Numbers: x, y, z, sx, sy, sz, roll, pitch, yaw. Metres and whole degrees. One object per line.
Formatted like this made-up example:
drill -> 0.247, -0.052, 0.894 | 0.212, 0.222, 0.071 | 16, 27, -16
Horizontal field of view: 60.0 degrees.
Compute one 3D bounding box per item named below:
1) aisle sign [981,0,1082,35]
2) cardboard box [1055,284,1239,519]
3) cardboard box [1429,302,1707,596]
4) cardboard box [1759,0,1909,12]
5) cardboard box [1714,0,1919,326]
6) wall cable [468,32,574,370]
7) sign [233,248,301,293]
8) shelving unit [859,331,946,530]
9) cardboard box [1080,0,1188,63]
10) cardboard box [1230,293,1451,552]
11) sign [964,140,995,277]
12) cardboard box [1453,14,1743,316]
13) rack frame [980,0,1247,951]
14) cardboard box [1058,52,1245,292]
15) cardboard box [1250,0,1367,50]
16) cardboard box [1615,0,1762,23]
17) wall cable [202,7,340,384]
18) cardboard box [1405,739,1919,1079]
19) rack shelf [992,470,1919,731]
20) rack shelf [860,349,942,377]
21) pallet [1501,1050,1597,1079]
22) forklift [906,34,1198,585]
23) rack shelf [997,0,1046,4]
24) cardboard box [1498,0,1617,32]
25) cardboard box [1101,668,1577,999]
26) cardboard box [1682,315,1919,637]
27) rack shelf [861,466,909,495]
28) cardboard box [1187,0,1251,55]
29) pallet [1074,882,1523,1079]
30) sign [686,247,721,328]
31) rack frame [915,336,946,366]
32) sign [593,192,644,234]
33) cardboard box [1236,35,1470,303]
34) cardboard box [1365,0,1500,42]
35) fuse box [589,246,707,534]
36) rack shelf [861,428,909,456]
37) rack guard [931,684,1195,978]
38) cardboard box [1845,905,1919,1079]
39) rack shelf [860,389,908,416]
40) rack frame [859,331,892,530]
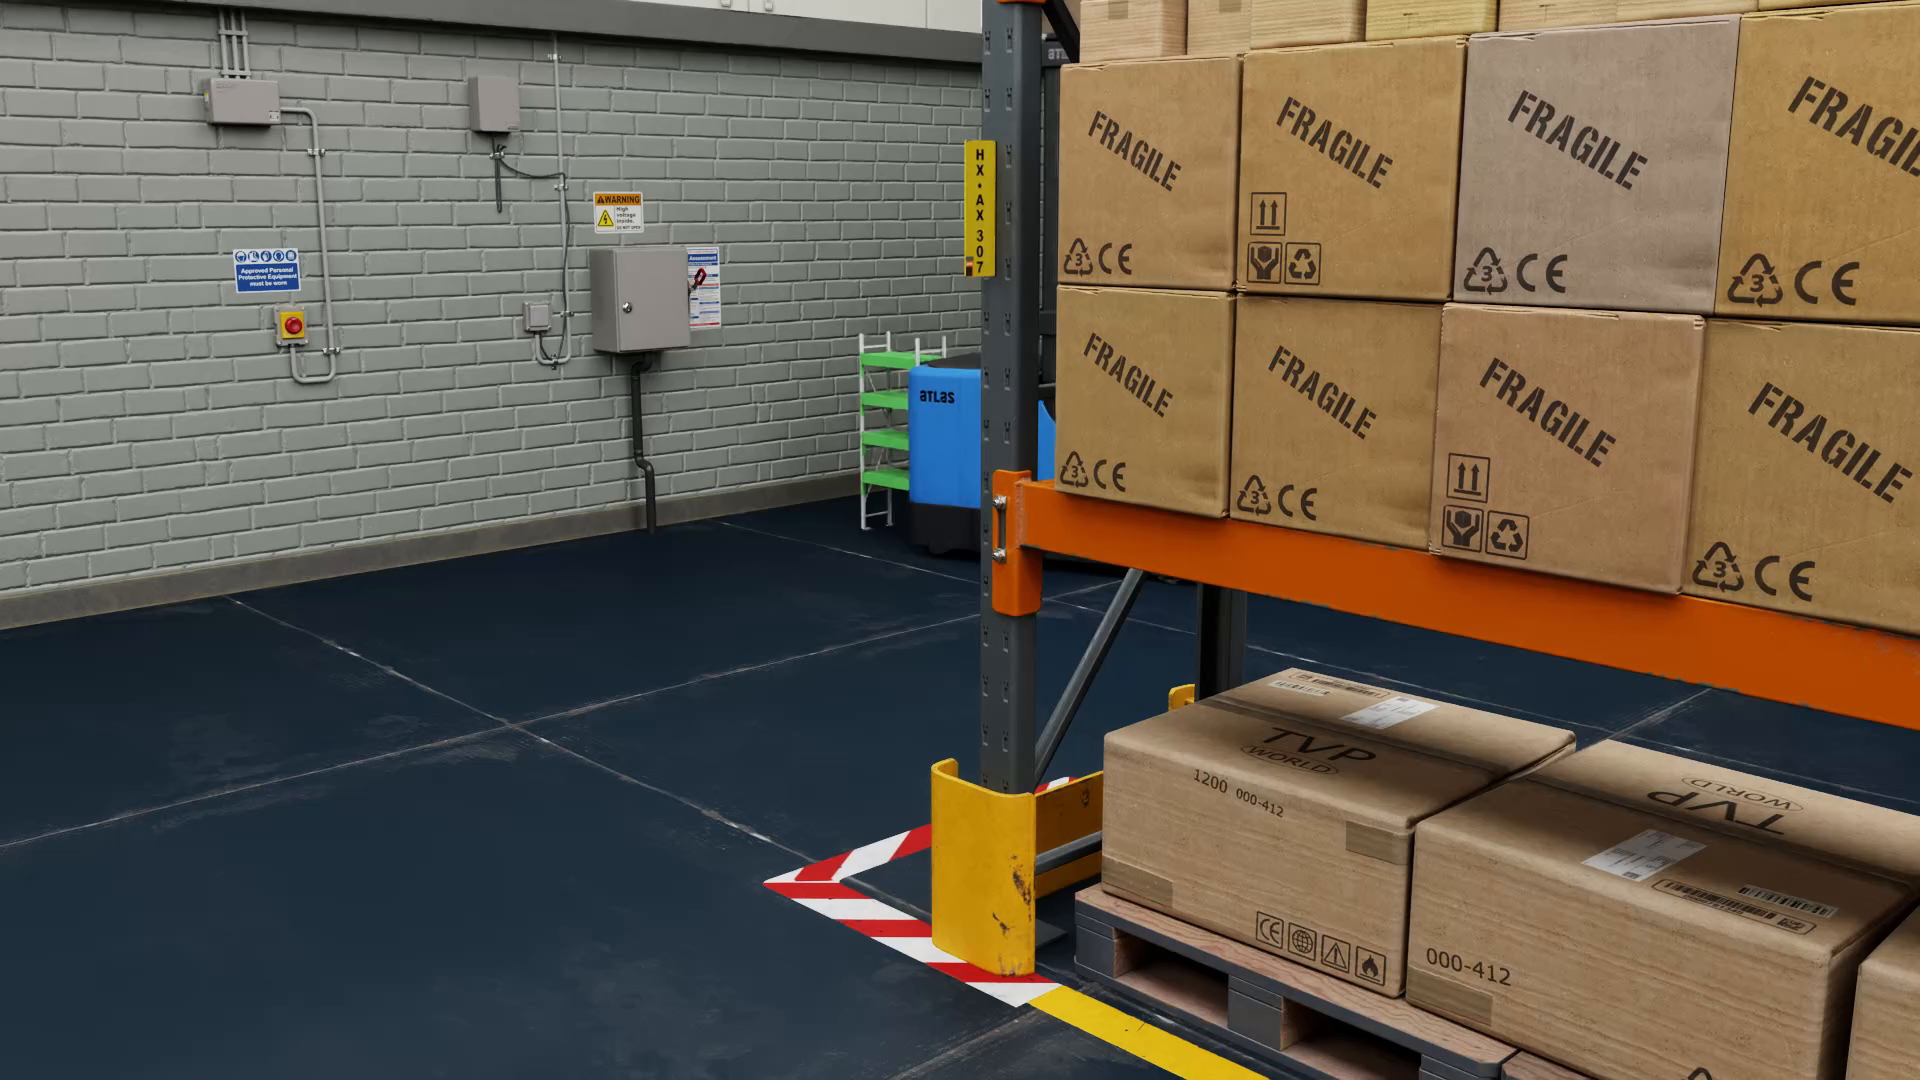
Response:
aisle sign -> 0.195, -1.664, 4.114 | 0.394, 0.787, 0.004 | -11, 16, -43
cardboard box -> 0.578, -0.360, 3.977 | 0.500, 0.500, 0.500 | -11, 16, -43
cardboard box -> 1.286, -0.213, 3.265 | 0.500, 0.500, 0.500 | -11, 16, -43
cardboard box -> 1.540, -0.955, 2.780 | 0.250, 0.149, 0.380 | 11, 16, 44
cardboard box -> 1.648, -0.629, 2.805 | 0.500, 0.500, 0.500 | -11, 16, -42
wall cable -> -2.439, -1.938, 9.365 | 0.588, 1.984, 0.122 | -11, 16, -43
sign -> -3.534, -1.375, 8.484 | 0.327, 0.218, 0.001 | -11, 16, -43
shelving unit -> -0.344, -0.632, 10.008 | 0.503, 1.200, 0.258 | 11, 16, 44
cardboard box -> 0.499, -1.187, 3.907 | 0.380, 0.149, 0.250 | -10, 16, -41
cardboard box -> 0.947, -0.290, 3.638 | 0.500, 0.500, 0.500 | -11, 16, -43
sign -> 0.049, -0.807, 4.055 | 0.100, 0.325, 0.005 | -11, 16, -43
cardboard box -> 1.303, -0.702, 3.157 | 0.500, 0.500, 0.500 | -11, 16, -43
rack frame -> 0.454, -0.421, 4.522 | 1.000, 3.000, 0.127 | -11, 16, -43
cardboard box -> 0.580, -0.850, 3.878 | 0.500, 0.500, 0.500 | -11, 16, -44
cardboard box -> 0.828, -1.105, 3.507 | 0.380, 0.149, 0.250 | -10, 15, -41
cardboard box -> 1.384, -0.996, 2.978 | 0.380, 0.149, 0.250 | -11, 16, -42
wall cable -> -3.457, -1.754, 8.395 | 0.585, 1.953, 0.123 | -11, 16, -43
cardboard box -> 1.620, 0.843, 3.695 | 0.875, 0.438, 0.875 | -10, 16, -41
rack shelf -> 1.835, 0.223, 3.178 | 1.077, 0.370, 4.000 | -11, 16, -43
rack shelf -> -0.344, -1.040, 9.924 | 0.480, 0.148, 0.258 | 11, 16, 44
pallet -> 1.901, 1.228, 3.426 | 1.003, 0.211, 1.213 | -11, 16, -43
forklift -> 1.252, -1.310, 9.008 | 3.031, 2.935, 1.130 | 5, 13, 25
rack shelf -> 1.835, -1.246, 2.875 | 1.077, 0.370, 4.000 | -11, 16, -43
cardboard box -> 1.242, -1.038, 3.183 | 0.380, 0.149, 0.250 | -11, 16, -42
cardboard box -> 0.982, 0.711, 4.338 | 0.875, 0.438, 0.875 | 11, 16, 43
cardboard box -> 1.644, -0.143, 2.922 | 0.500, 0.500, 0.500 | -10, 15, -41
rack shelf -> -0.344, -0.335, 10.069 | 0.480, 0.148, 0.258 | 11, 16, 44
cardboard box -> 0.732, -1.159, 3.769 | 0.380, 0.149, 0.250 | -10, 16, -41
pallet -> 1.063, 1.051, 4.290 | 1.003, 0.211, 1.213 | -11, 16, -43
sign -> -1.622, -1.565, 10.308 | 0.329, 0.494, 0.001 | -11, 16, -43
rack frame -> -0.171, -0.598, 9.839 | 0.015, 1.200, 0.240 | 11, 16, 44
sign -> -2.020, -1.939, 9.844 | 0.339, 0.242, 0.001 | -11, 16, -43
cardboard box -> 0.941, -0.776, 3.517 | 0.500, 0.500, 0.500 | 11, 16, 44
cardboard box -> 1.023, -1.069, 3.333 | 0.250, 0.149, 0.380 | 11, 16, 43
fuse box -> -1.837, -0.881, 9.948 | 0.539, 1.711, 0.414 | -11, 16, -43
rack shelf -> -0.344, -0.570, 10.020 | 0.480, 0.148, 0.258 | 11, 16, 44
rack guard -> 0.438, 0.800, 4.791 | 1.175, 0.500, 0.348 | -11, 16, -43
cardboard box -> 2.242, 0.975, 3.056 | 0.875, 0.438, 0.875 | 11, 16, 43
rack shelf -> -0.344, -0.805, 9.972 | 0.480, 0.148, 0.258 | 11, 16, 44
rack frame -> -0.516, -0.667, 10.176 | 0.015, 1.200, 0.240 | 11, 16, 44
